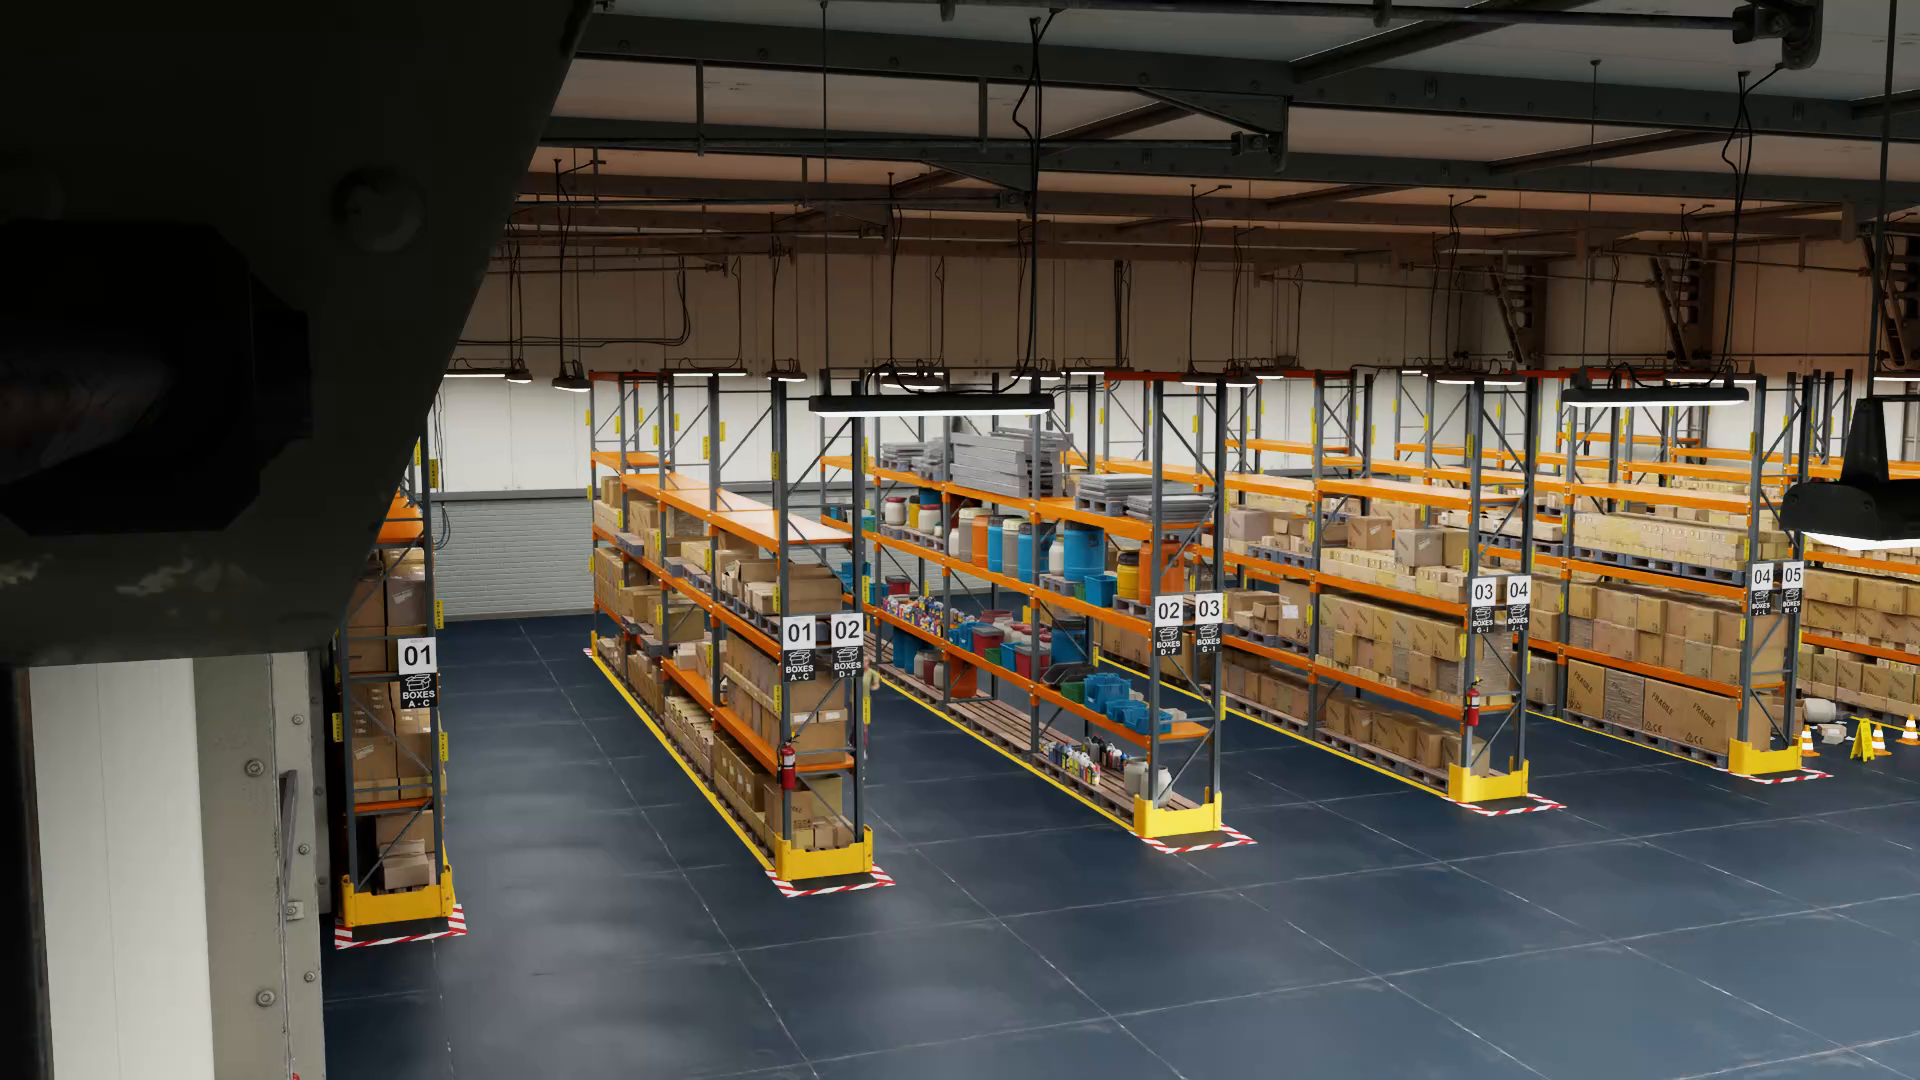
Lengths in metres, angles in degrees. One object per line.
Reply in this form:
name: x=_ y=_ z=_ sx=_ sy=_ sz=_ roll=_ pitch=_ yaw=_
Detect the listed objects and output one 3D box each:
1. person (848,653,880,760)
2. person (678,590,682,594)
person: x=-1.576 y=2.588 z=26.185 sx=0.602 sy=1.674 sz=0.800 roll=-3 pitch=7 yaw=-23
person: x=-6.054 y=1.454 z=36.109 sx=0.665 sy=1.765 sz=0.757 roll=2 pitch=7 yaw=21
